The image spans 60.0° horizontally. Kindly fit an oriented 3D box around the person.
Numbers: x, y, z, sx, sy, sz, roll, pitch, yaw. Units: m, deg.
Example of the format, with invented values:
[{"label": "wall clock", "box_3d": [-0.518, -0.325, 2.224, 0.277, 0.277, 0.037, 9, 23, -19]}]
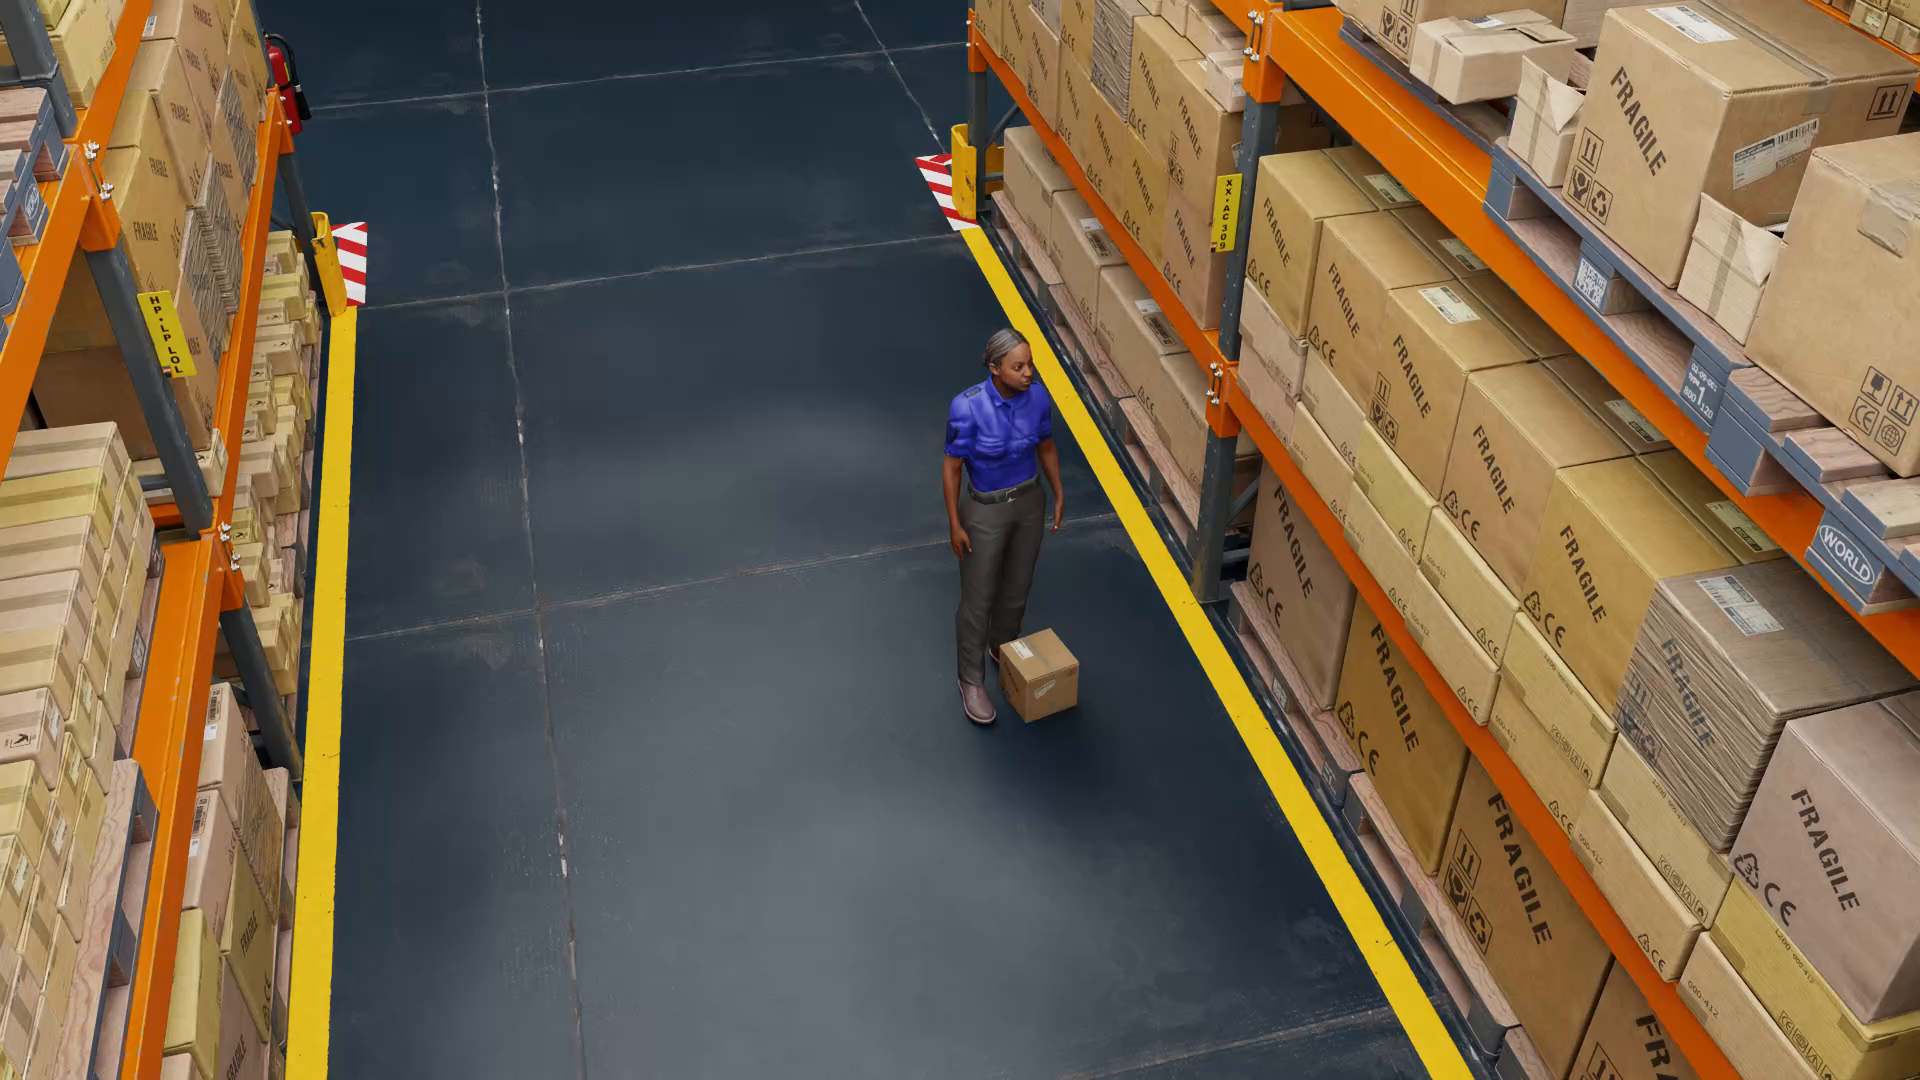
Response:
[{"label": "person", "box_3d": [0.203, -0.067, 6.787, 0.569, 1.656, 0.503, -19, 42, -22]}]
